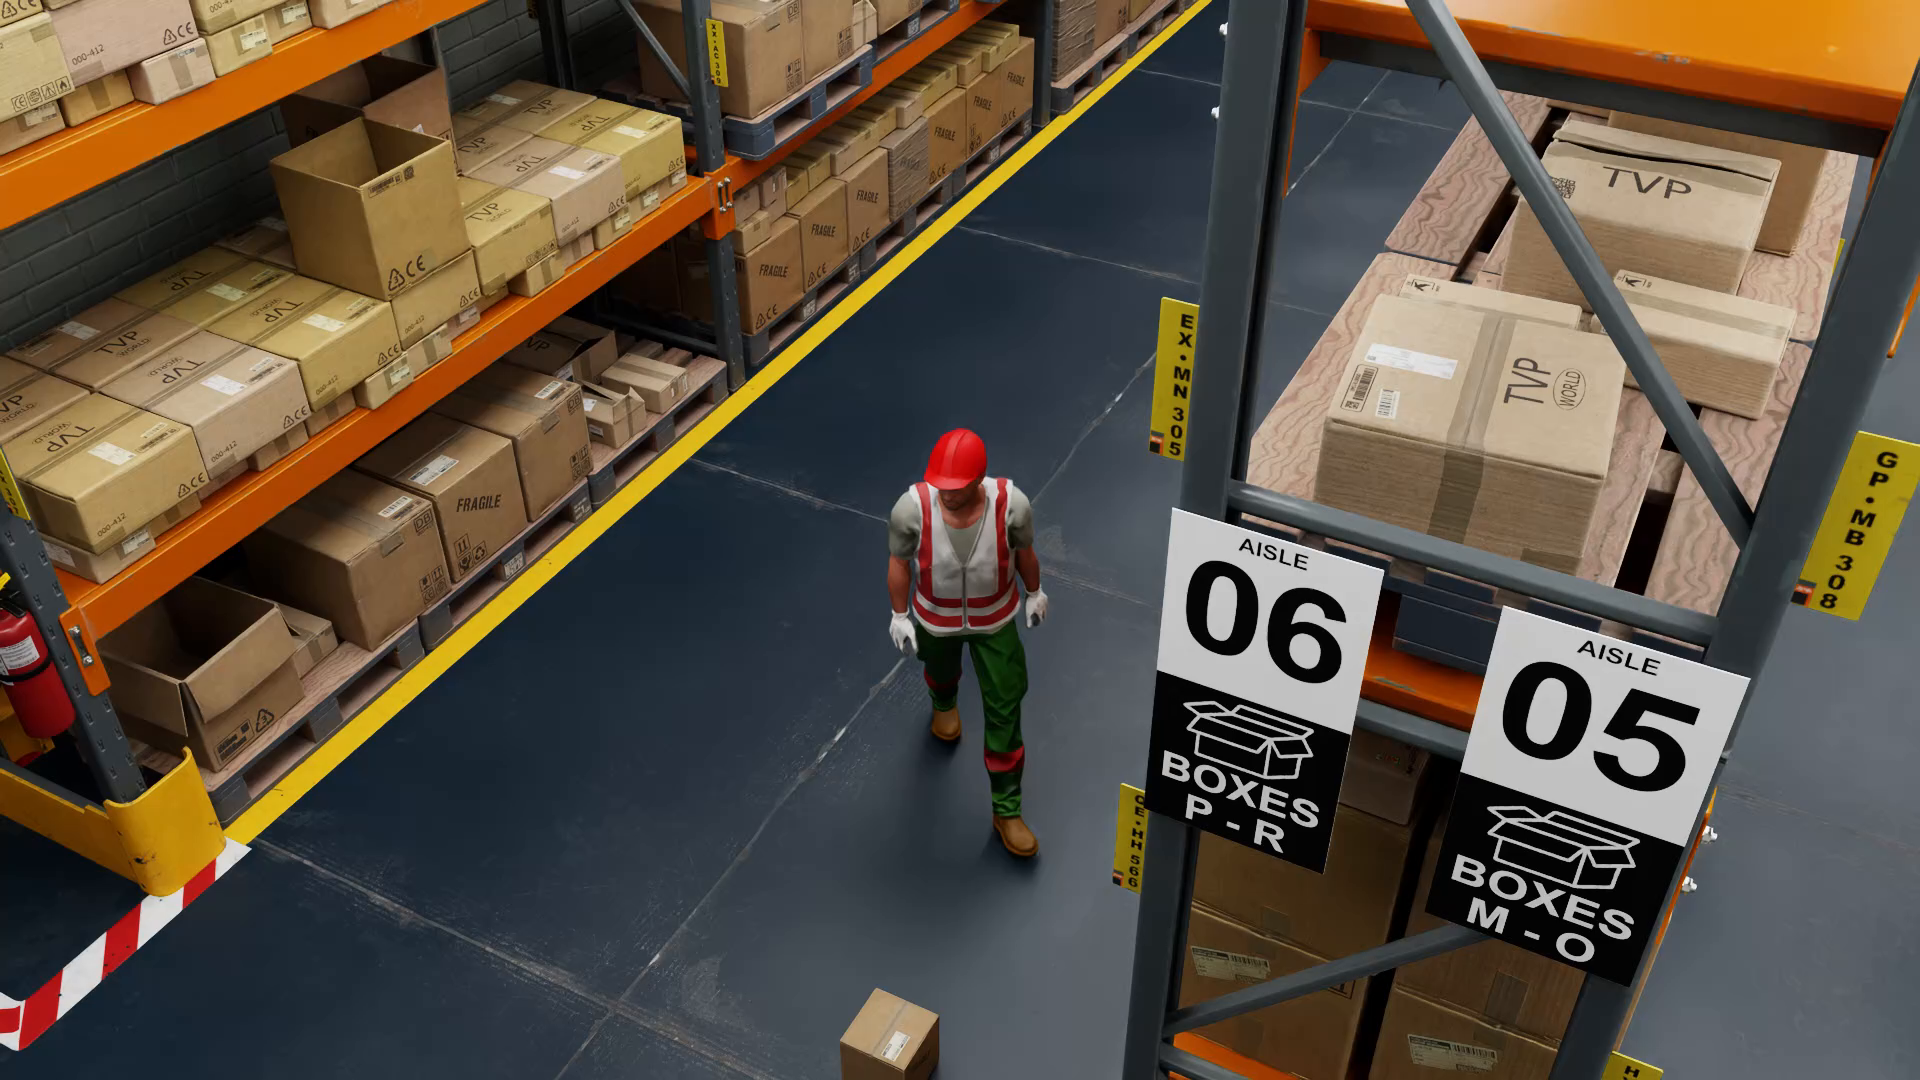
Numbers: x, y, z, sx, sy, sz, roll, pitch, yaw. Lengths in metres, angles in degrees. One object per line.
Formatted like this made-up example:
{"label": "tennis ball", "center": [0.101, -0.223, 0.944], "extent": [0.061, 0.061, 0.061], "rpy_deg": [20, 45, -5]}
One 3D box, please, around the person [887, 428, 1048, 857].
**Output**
{"label": "person", "center": [0.036, 0.307, 6.335], "extent": [0.622, 1.735, 0.976], "rpy_deg": [0, 38, 0]}
